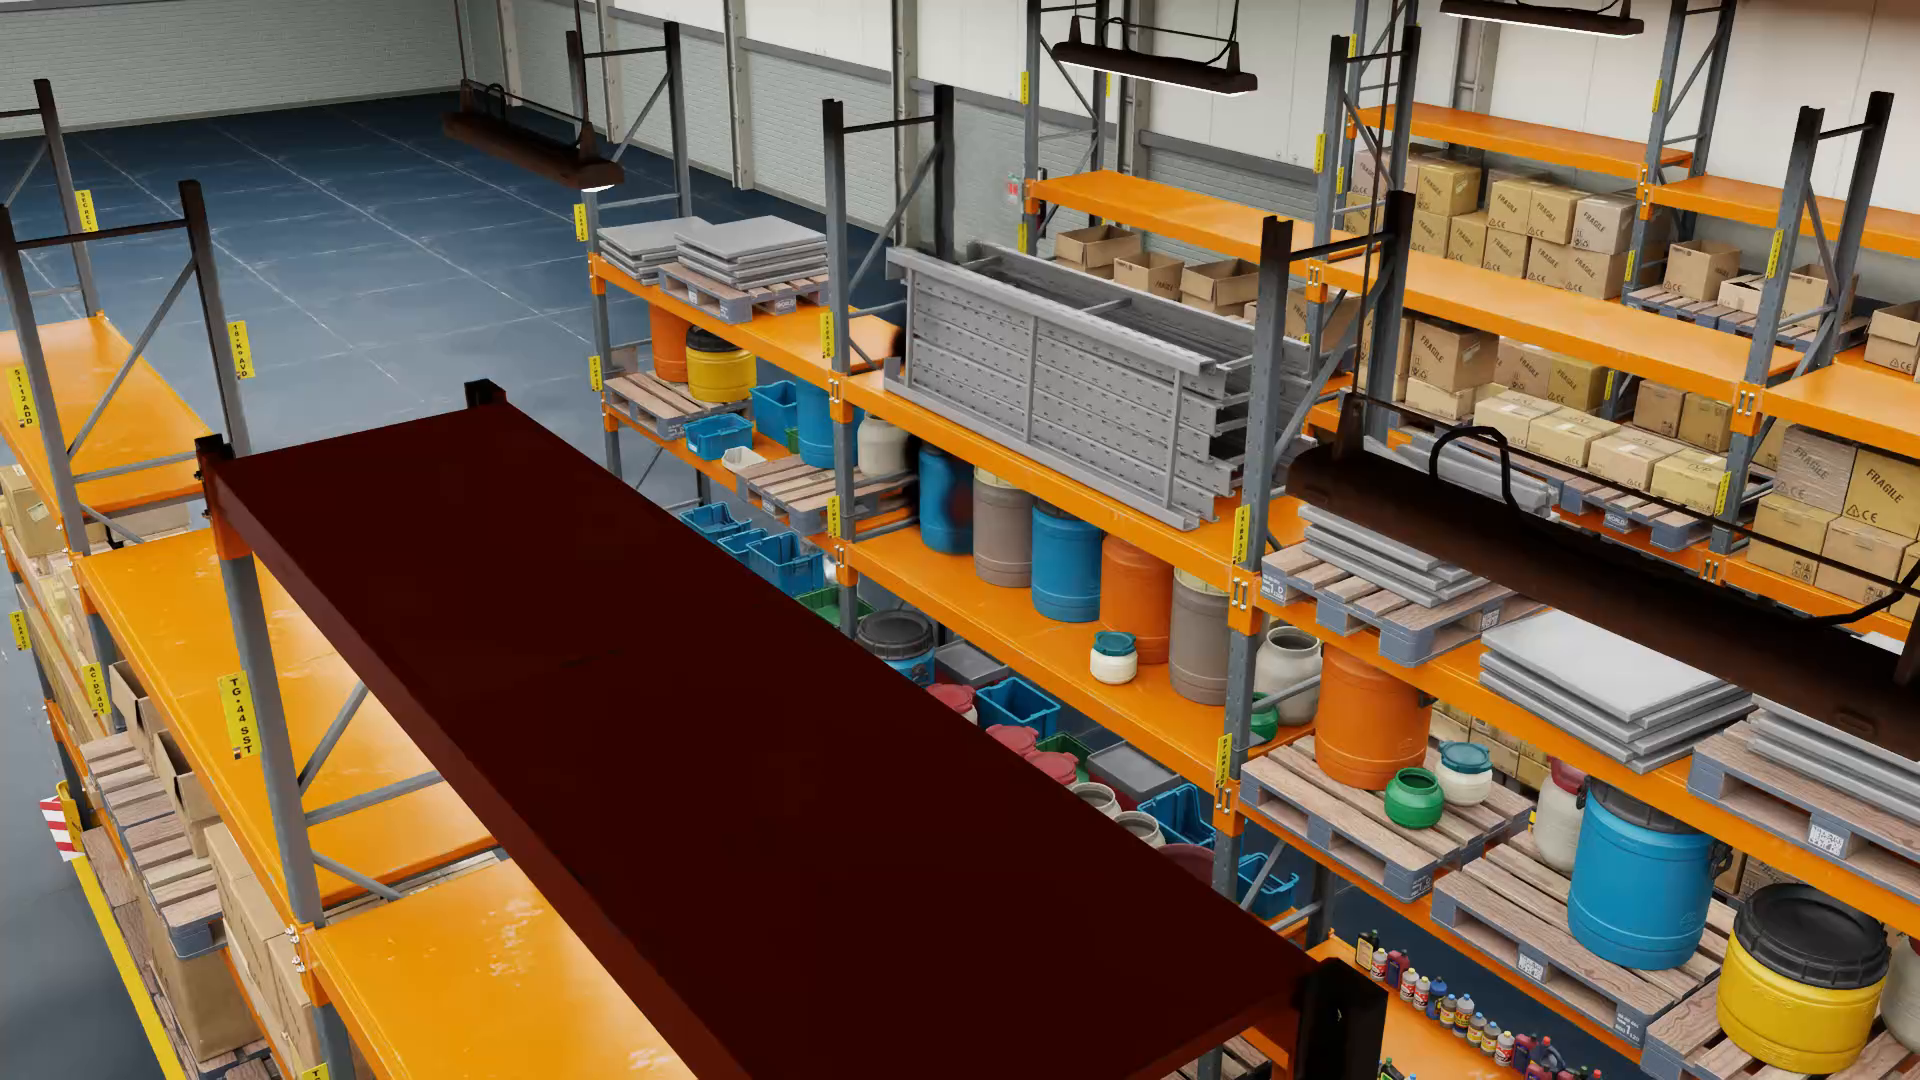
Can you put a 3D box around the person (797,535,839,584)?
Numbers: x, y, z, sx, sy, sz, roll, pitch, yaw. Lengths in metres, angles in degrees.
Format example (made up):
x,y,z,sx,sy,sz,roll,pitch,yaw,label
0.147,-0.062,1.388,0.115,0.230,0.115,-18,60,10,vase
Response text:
x,y,z,sx,sy,sz,roll,pitch,yaw,label
-1.477,-0.110,17.124,0.694,1.785,0.911,-22,33,-39,person
